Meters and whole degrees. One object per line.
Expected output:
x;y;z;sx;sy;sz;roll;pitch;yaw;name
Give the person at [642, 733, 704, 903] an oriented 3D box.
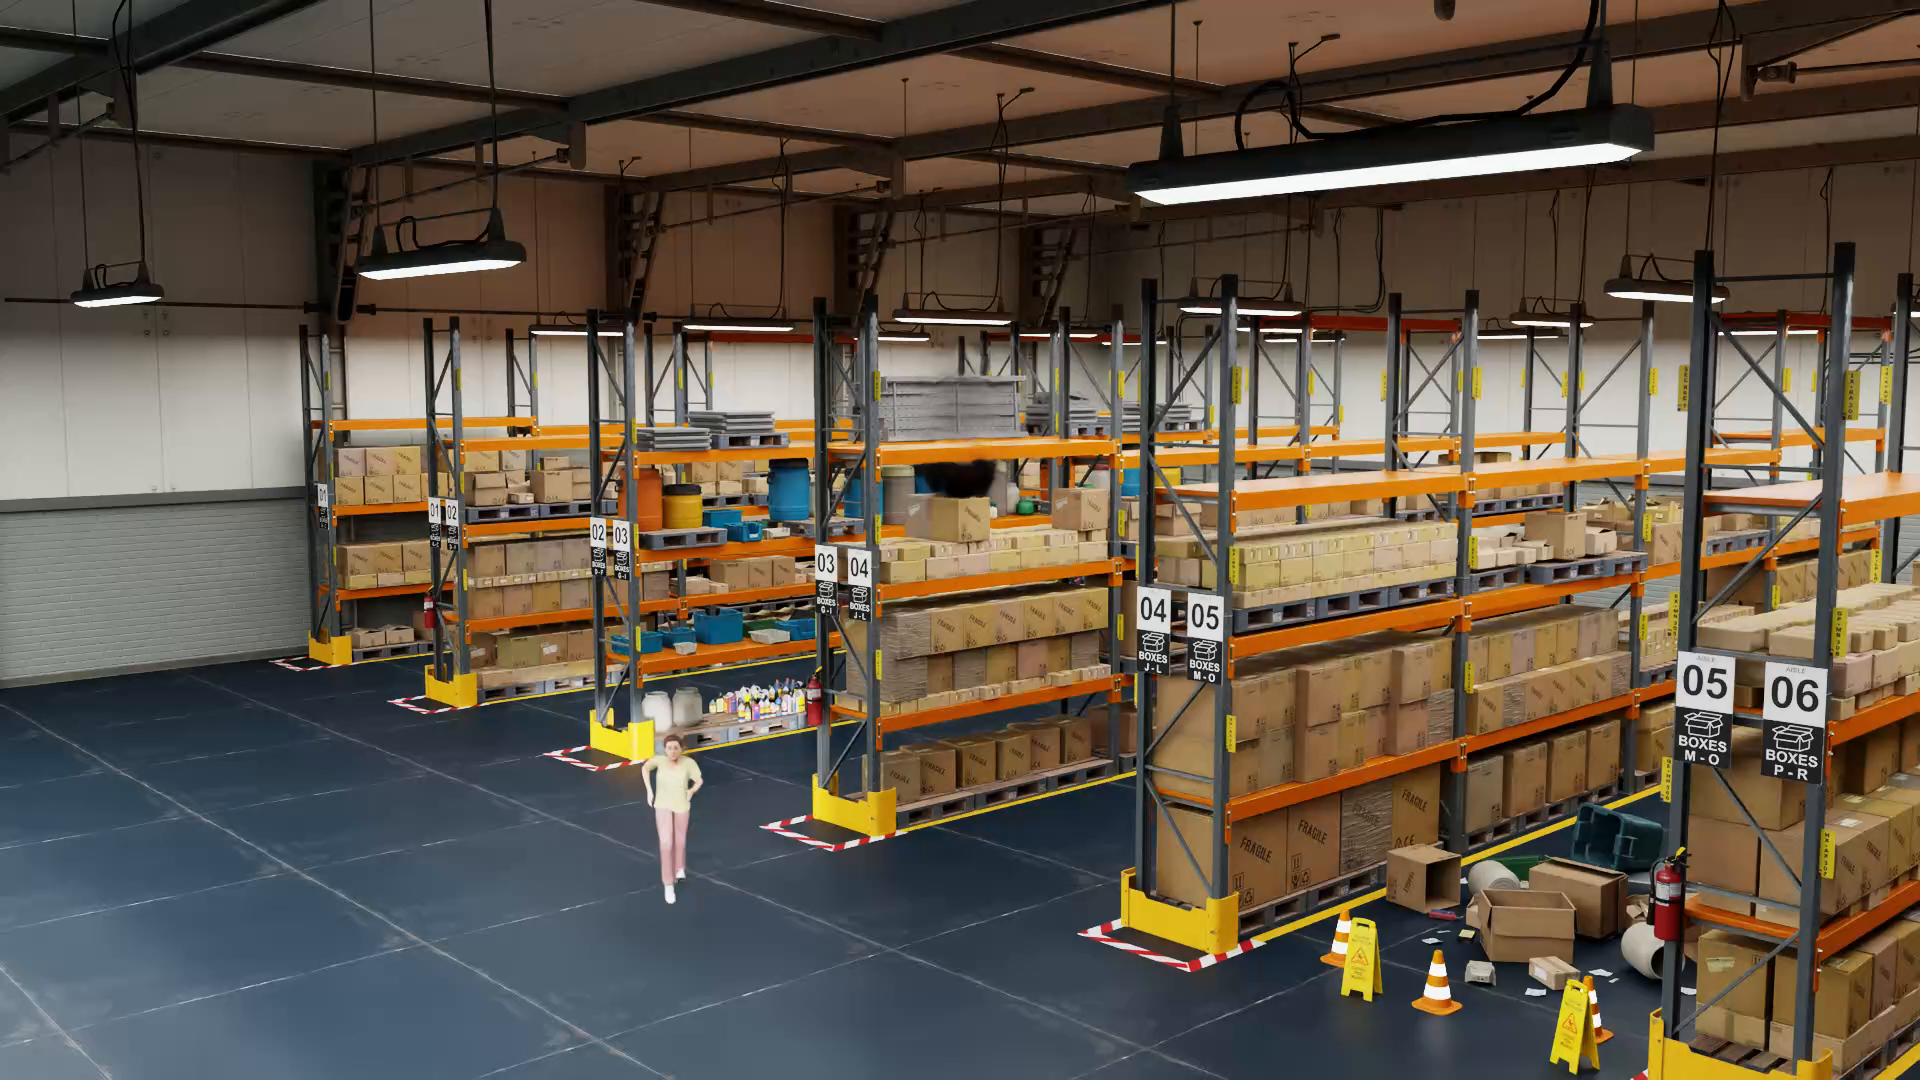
-2.854;2.702;16.556;0.595;1.655;0.863;-1;6;-11;person
